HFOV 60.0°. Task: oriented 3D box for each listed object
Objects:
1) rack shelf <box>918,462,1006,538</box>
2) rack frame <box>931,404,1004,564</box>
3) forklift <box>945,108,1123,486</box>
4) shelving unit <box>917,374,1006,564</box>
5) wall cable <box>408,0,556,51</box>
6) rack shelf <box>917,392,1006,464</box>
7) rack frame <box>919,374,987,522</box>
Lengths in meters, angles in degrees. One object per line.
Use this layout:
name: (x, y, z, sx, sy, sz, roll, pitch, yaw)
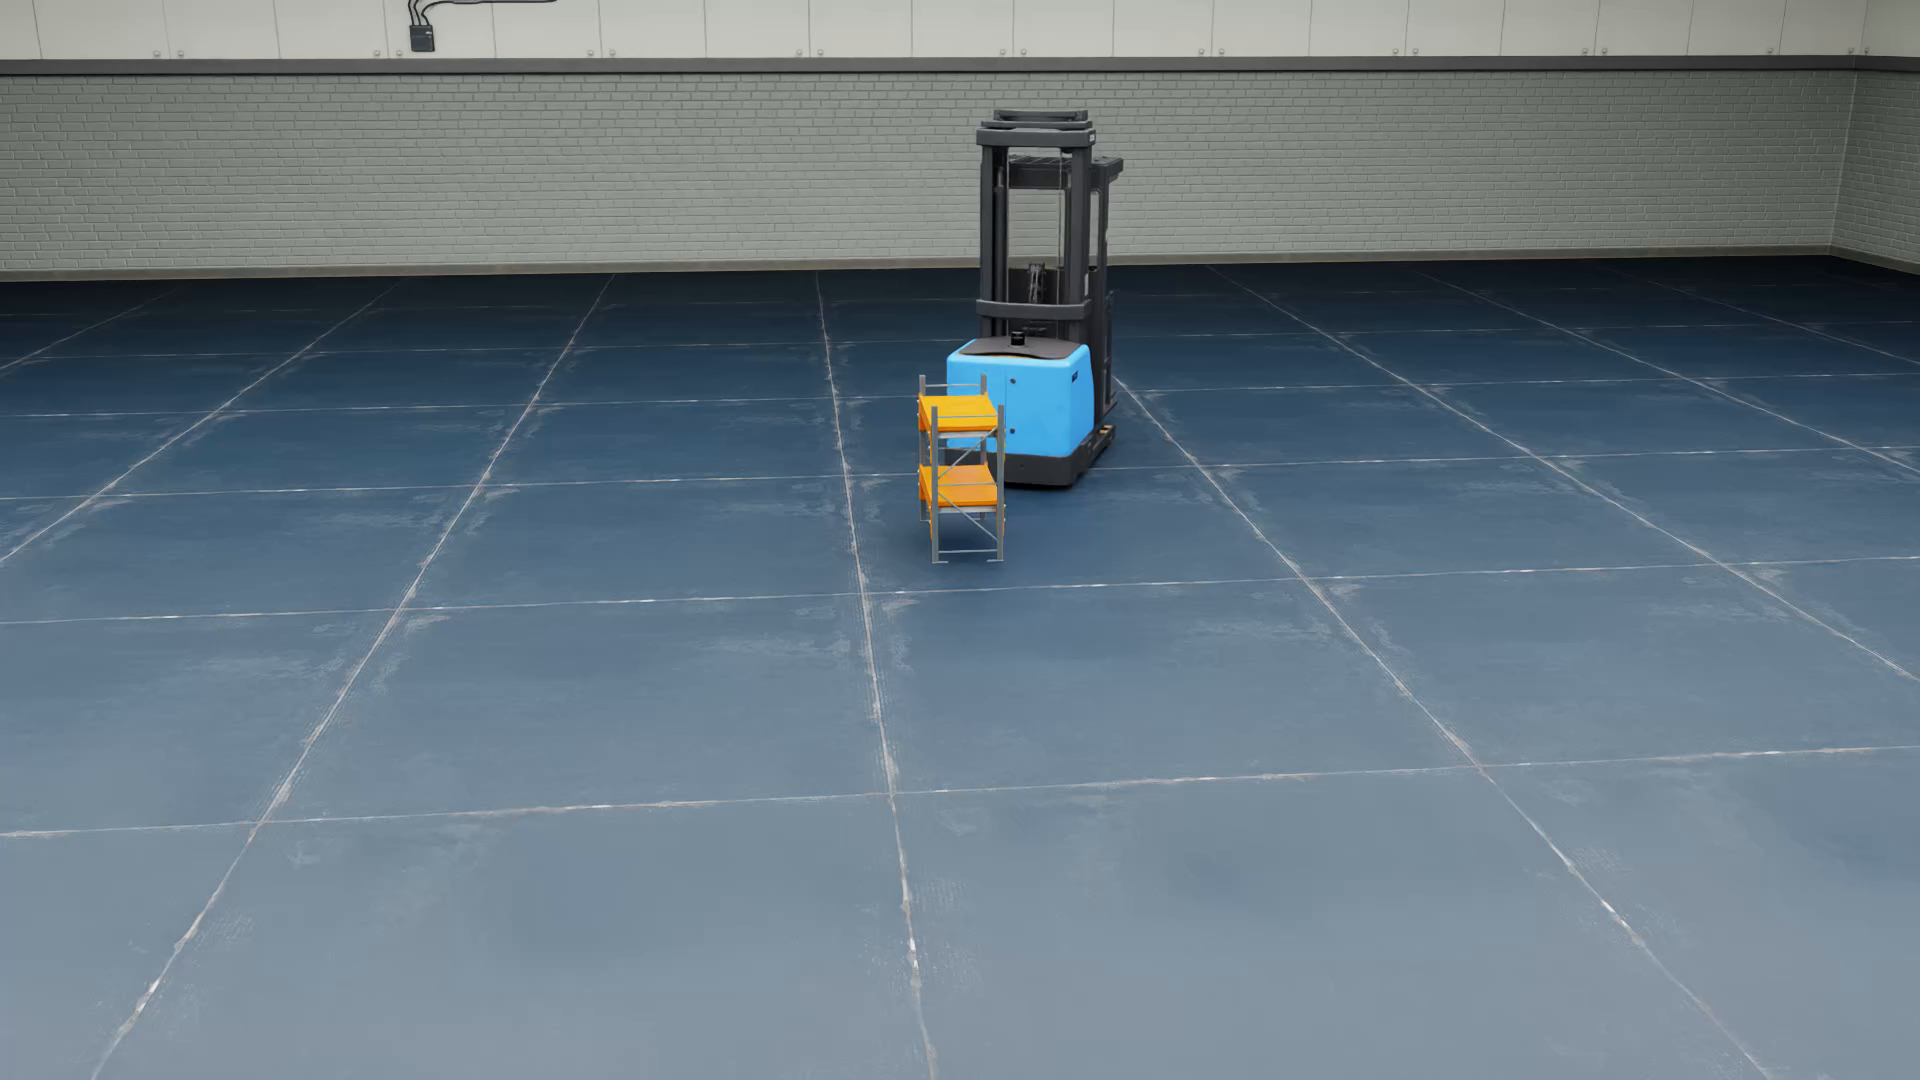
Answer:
rack shelf: (0.001, -0.301, 12.075, 0.538, 0.278, 1.000, -2, 18, -6)
rack frame: (0.053, -0.383, 11.520, 0.500, 1.125, 0.032, -2, 18, -6)
forklift: (0.772, -2.235, 14.402, 1.130, 2.935, 3.031, 5, 18, 15)
shelving unit: (0.001, -0.535, 12.002, 0.538, 1.125, 1.048, -2, 18, -6)
wall cable: (-6.664, -9.870, 22.913, 2.305, 6.003, 0.169, -2, 18, -6)
rack shelf: (0.001, -0.814, 11.915, 0.538, 0.278, 1.000, -2, 18, -6)
rack frame: (-0.052, -0.686, 12.485, 0.500, 1.125, 0.032, -2, 18, -6)
